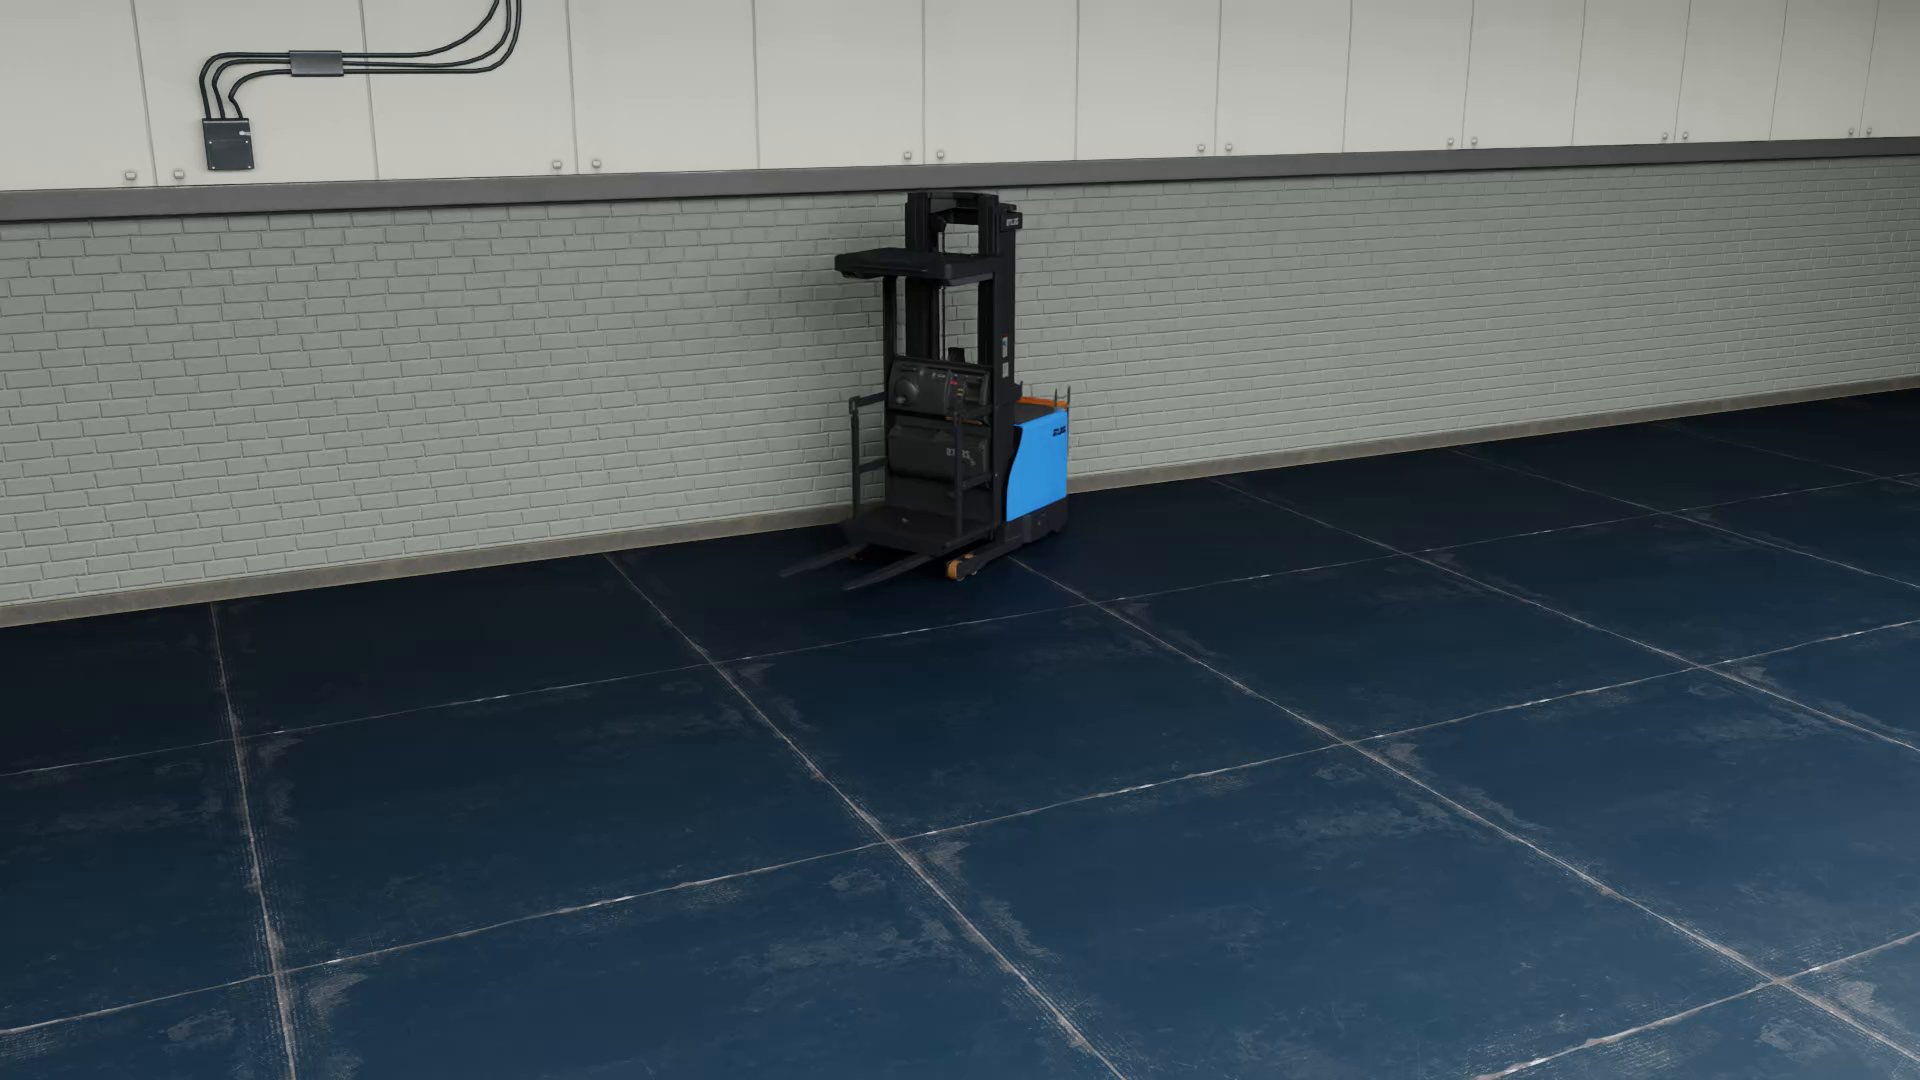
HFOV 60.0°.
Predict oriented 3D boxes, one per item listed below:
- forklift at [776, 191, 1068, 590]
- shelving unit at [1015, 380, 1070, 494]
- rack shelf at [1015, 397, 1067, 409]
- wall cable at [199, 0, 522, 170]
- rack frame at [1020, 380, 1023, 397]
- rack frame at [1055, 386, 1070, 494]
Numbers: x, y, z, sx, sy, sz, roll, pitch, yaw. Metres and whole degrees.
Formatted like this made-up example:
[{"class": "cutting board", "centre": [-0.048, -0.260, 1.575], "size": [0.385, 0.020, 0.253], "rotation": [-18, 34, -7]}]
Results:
[{"class": "forklift", "centre": [-0.285, -1.232, 13.229], "size": [1.130, 2.935, 3.031], "rotation": [10, 19, 32]}, {"class": "shelving unit", "centre": [0.683, -0.784, 14.792], "size": [0.503, 1.200, 0.258], "rotation": [11, 17, 32]}, {"class": "rack shelf", "centre": [0.691, -1.165, 14.694], "size": [0.480, 0.148, 0.258], "rotation": [11, 17, 32]}, {"class": "wall cable", "centre": [-4.322, -5.664, 11.510], "size": [2.305, 6.003, 0.169], "rotation": [-8, 18, -25]}, {"class": "rack frame", "centre": [0.480, -0.822, 14.922], "size": [0.015, 1.200, 0.240], "rotation": [11, 17, 32]}, {"class": "rack frame", "centre": [0.886, -0.747, 14.661], "size": [0.015, 1.200, 0.240], "rotation": [11, 17, 32]}]
